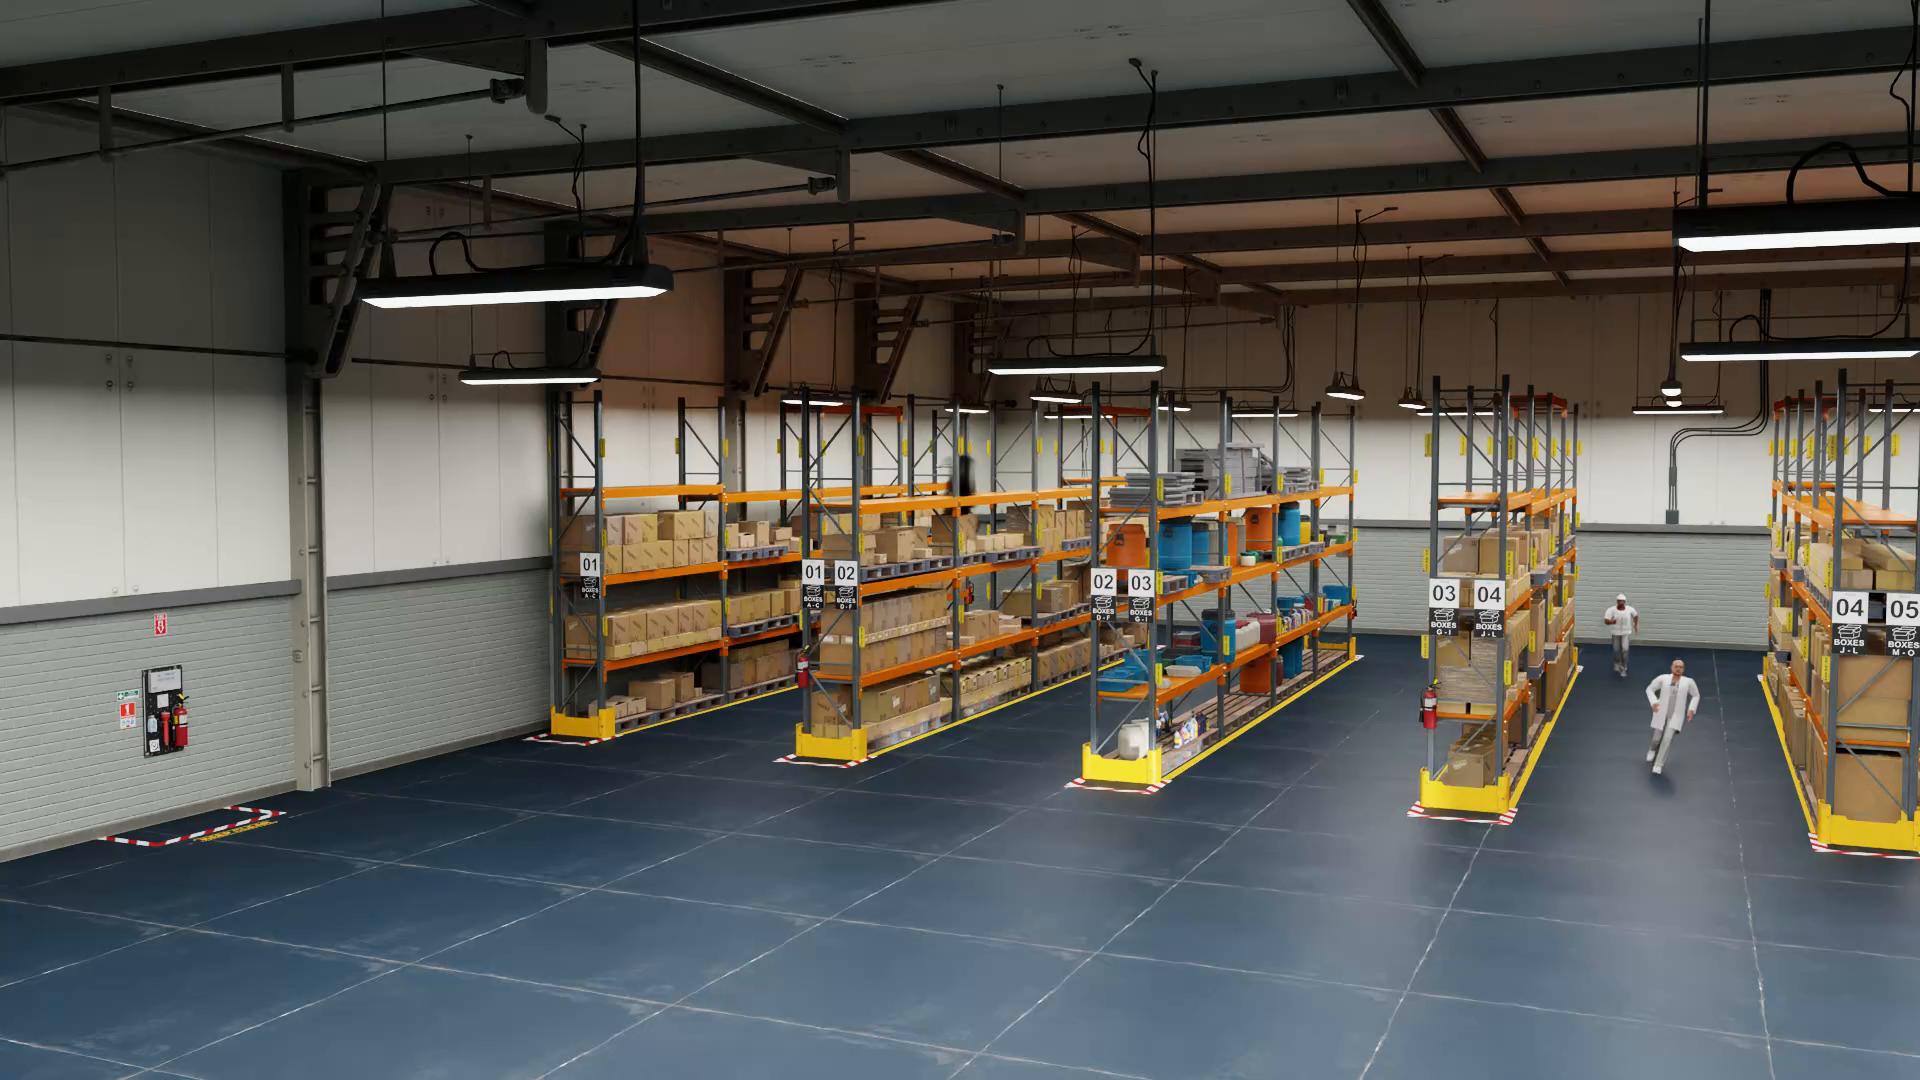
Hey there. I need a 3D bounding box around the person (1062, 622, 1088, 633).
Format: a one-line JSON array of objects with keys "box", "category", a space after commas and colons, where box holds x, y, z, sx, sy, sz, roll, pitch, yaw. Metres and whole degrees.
[{"box": [3.036, 1.773, 43.658, 0.783, 1.670, 0.562, 1, 3, 25], "category": "person"}]

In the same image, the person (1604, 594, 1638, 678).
[{"box": [14.520, 2.093, 36.578, 0.660, 1.823, 0.866, 1, 3, 22], "category": "person"}]

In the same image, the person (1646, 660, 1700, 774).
[{"box": [11.030, 2.715, 25.733, 0.775, 1.721, 0.910, 1, 3, 22], "category": "person"}]
